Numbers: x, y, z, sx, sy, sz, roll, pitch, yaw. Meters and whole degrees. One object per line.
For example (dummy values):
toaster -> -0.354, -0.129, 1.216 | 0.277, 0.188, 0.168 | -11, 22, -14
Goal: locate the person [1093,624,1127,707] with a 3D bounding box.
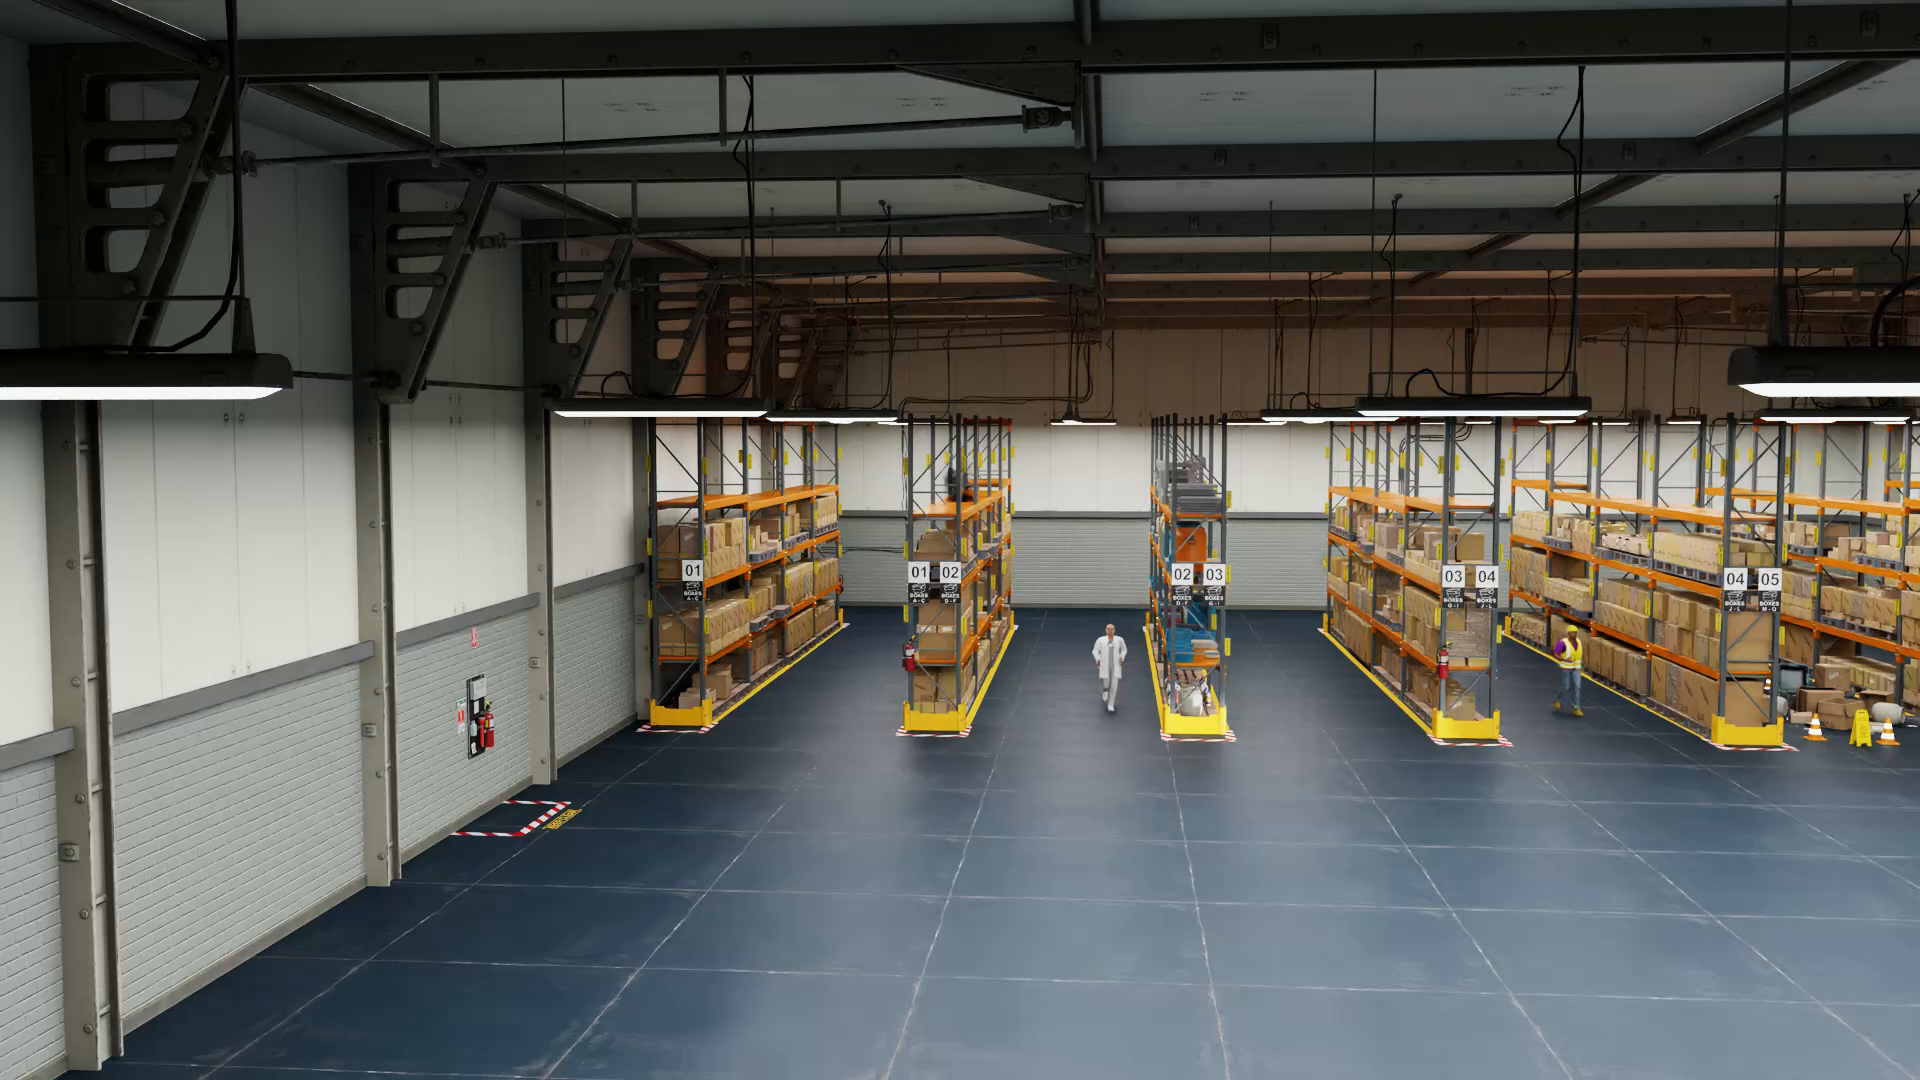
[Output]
person -> 3.064, 2.542, 33.877 | 0.711, 1.665, 0.626 | 0, 4, 0

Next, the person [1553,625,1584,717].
person -> 12.262, 2.601, 33.218 | 0.434, 1.783, 0.578 | -1, 4, -9
